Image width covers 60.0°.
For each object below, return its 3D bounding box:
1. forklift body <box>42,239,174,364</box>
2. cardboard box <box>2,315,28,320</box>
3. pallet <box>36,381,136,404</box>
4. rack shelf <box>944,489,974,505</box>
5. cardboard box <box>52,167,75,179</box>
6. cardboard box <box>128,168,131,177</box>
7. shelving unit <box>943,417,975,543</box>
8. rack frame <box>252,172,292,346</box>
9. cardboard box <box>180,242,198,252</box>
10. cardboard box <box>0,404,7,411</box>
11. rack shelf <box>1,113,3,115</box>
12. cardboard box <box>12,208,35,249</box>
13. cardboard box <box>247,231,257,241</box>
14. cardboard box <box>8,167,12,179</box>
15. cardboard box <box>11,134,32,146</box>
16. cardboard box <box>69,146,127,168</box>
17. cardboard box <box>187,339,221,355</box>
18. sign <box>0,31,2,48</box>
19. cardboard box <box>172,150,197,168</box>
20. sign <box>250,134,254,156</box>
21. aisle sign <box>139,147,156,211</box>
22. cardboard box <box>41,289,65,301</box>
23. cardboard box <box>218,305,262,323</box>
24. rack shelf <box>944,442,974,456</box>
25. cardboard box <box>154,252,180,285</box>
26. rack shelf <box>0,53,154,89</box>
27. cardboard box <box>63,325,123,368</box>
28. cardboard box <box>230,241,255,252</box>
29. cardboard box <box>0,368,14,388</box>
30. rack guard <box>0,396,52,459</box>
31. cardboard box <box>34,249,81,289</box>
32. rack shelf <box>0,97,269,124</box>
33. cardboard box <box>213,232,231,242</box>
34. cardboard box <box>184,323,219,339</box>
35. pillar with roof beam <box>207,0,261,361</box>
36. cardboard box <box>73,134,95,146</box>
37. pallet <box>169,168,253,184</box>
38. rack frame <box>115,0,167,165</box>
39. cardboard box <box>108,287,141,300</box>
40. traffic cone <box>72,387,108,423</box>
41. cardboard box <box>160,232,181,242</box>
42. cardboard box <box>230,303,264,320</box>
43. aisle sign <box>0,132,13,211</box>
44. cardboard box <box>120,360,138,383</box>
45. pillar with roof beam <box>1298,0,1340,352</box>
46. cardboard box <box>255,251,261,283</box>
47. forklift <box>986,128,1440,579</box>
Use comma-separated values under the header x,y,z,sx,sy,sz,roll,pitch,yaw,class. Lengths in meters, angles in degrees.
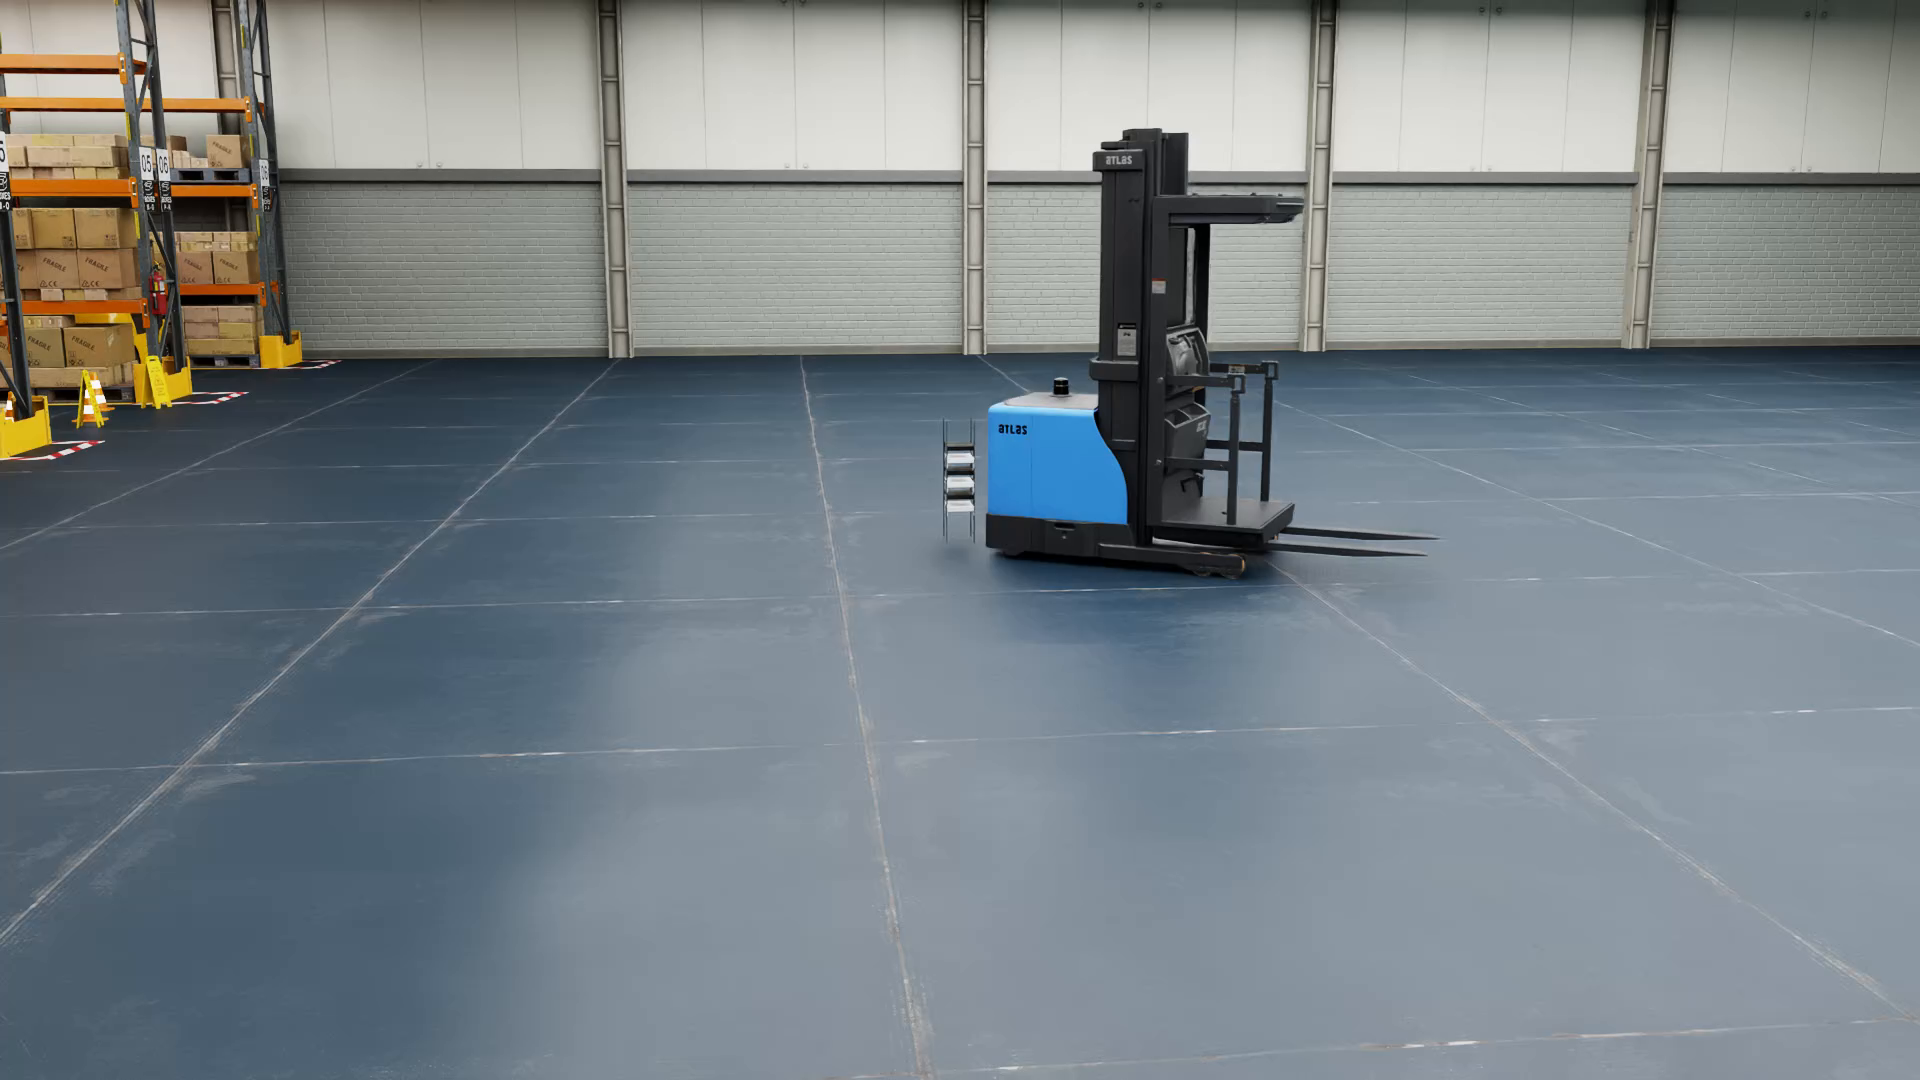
x,y,z,sx,sy,sz,roll,pitch,yaw,class
-12.581,-3.476,24.474,1.214,2.155,2.313,-1,11,-6,forklift body
-11.991,-2.776,21.127,0.250,0.149,0.380,-1,11,-4,cardboard box
-11.240,-1.950,21.740,1.213,0.211,1.003,-1,11,-6,pallet
-0.008,-0.320,12.304,0.200,0.077,0.258,-1,11,-6,rack shelf
-11.189,-4.607,20.902,0.250,0.149,0.380,-1,11,-4,cardboard box
-10.718,-4.734,21.547,0.250,0.149,0.380,-1,11,-6,cardboard box
-0.008,-0.441,12.280,0.210,0.900,0.258,-1,11,-6,shelving unit
-10.893,-4.282,26.372,0.127,3.000,1.000,-1,11,-6,rack frame
-11.970,-4.581,25.951,0.250,0.149,0.380,-1,11,-6,cardboard box
-11.437,-1.517,19.697,0.250,0.149,0.380,5,12,23,cardboard box
-16.858,-6.551,25.266,4.000,0.370,1.077,-1,11,-6,rack shelf
-11.837,-3.924,20.928,0.500,0.500,0.700,-1,11,-7,cardboard box
-11.250,-4.829,26.444,0.250,0.149,0.380,-1,11,-7,cardboard box
-11.954,-4.596,20.847,0.250,0.149,0.380,-2,11,-8,cardboard box
-11.671,-5.000,20.835,0.250,0.149,0.380,-1,11,-6,cardboard box
-10.833,-4.812,20.910,0.500,0.250,0.500,-1,11,-7,cardboard box
-11.821,-3.060,26.196,0.500,0.250,0.500,-1,11,-6,cardboard box
-14.905,-7.785,25.808,0.005,0.325,0.100,-1,11,-6,sign
-11.936,-5.862,25.635,0.258,0.266,0.396,-1,11,-6,cardboard box
-10.848,-6.045,25.475,0.005,0.325,0.100,-1,11,-6,sign
-10.260,-4.551,21.004,0.004,0.787,0.394,-1,11,-6,aisle sign
-11.451,-3.119,21.109,0.250,0.149,0.380,-1,11,-5,cardboard box
-11.317,-3.560,26.148,0.500,0.250,0.500,-1,11,-4,cardboard box
-0.008,-0.674,12.235,0.200,0.077,0.258,-1,11,-6,rack shelf
-12.380,-4.251,25.954,0.500,0.500,0.500,-1,11,-7,cardboard box
-12.341,-5.877,20.810,4.000,0.370,1.077,-1,11,-6,rack shelf
-11.121,-2.488,21.344,0.500,0.500,0.500,-1,11,-6,cardboard box
-11.207,-4.588,25.990,0.250,0.149,0.380,-1,11,-5,cardboard box
-12.163,-2.097,21.299,0.500,0.250,0.500,-2,11,-8,cardboard box
-9.694,-1.157,16.957,0.348,0.500,1.175,-1,11,-6,rack guard
-11.361,-3.451,21.118,0.500,0.500,0.500,-1,11,-6,cardboard box
-12.881,-6.635,25.690,4.000,0.370,1.077,-1,11,-6,rack shelf
-11.468,-4.736,25.972,0.250,0.149,0.380,-1,11,-6,cardboard box
-11.843,-3.306,26.150,0.500,0.250,0.500,-1,11,-7,cardboard box
-11.217,-6.558,22.400,0.400,9.000,9.100,-1,11,-6,pillar with roof beam
-10.918,-5.008,20.875,0.250,0.149,0.380,-1,11,-5,cardboard box
-11.599,-5.701,26.042,1.213,0.211,1.003,-1,11,-6,pallet
-10.353,-6.274,20.952,0.127,3.000,1.000,-1,11,-6,rack frame
-10.702,-3.158,21.307,0.250,0.149,0.380,-1,11,-4,cardboard box
-10.183,-1.623,19.425,0.334,0.463,0.336,-1,11,-6,traffic cone
-12.228,-4.708,25.828,0.250,0.149,0.380,-1,11,-5,cardboard box
-11.391,-3.656,26.634,0.500,0.250,0.500,-1,11,-7,cardboard box
-9.680,-3.717,16.762,0.004,0.787,0.394,-1,11,-6,aisle sign
-11.185,-2.223,21.940,0.500,0.250,0.500,-1,11,-7,cardboard box
6.677,-6.933,24.307,0.400,9.000,9.100,-1,11,-6,pillar with roof beam
-11.415,-4.374,26.581,0.500,0.500,0.500,-1,11,-4,cardboard box
1.747,-1.296,11.360,3.031,2.935,1.130,5,12,22,forklift
